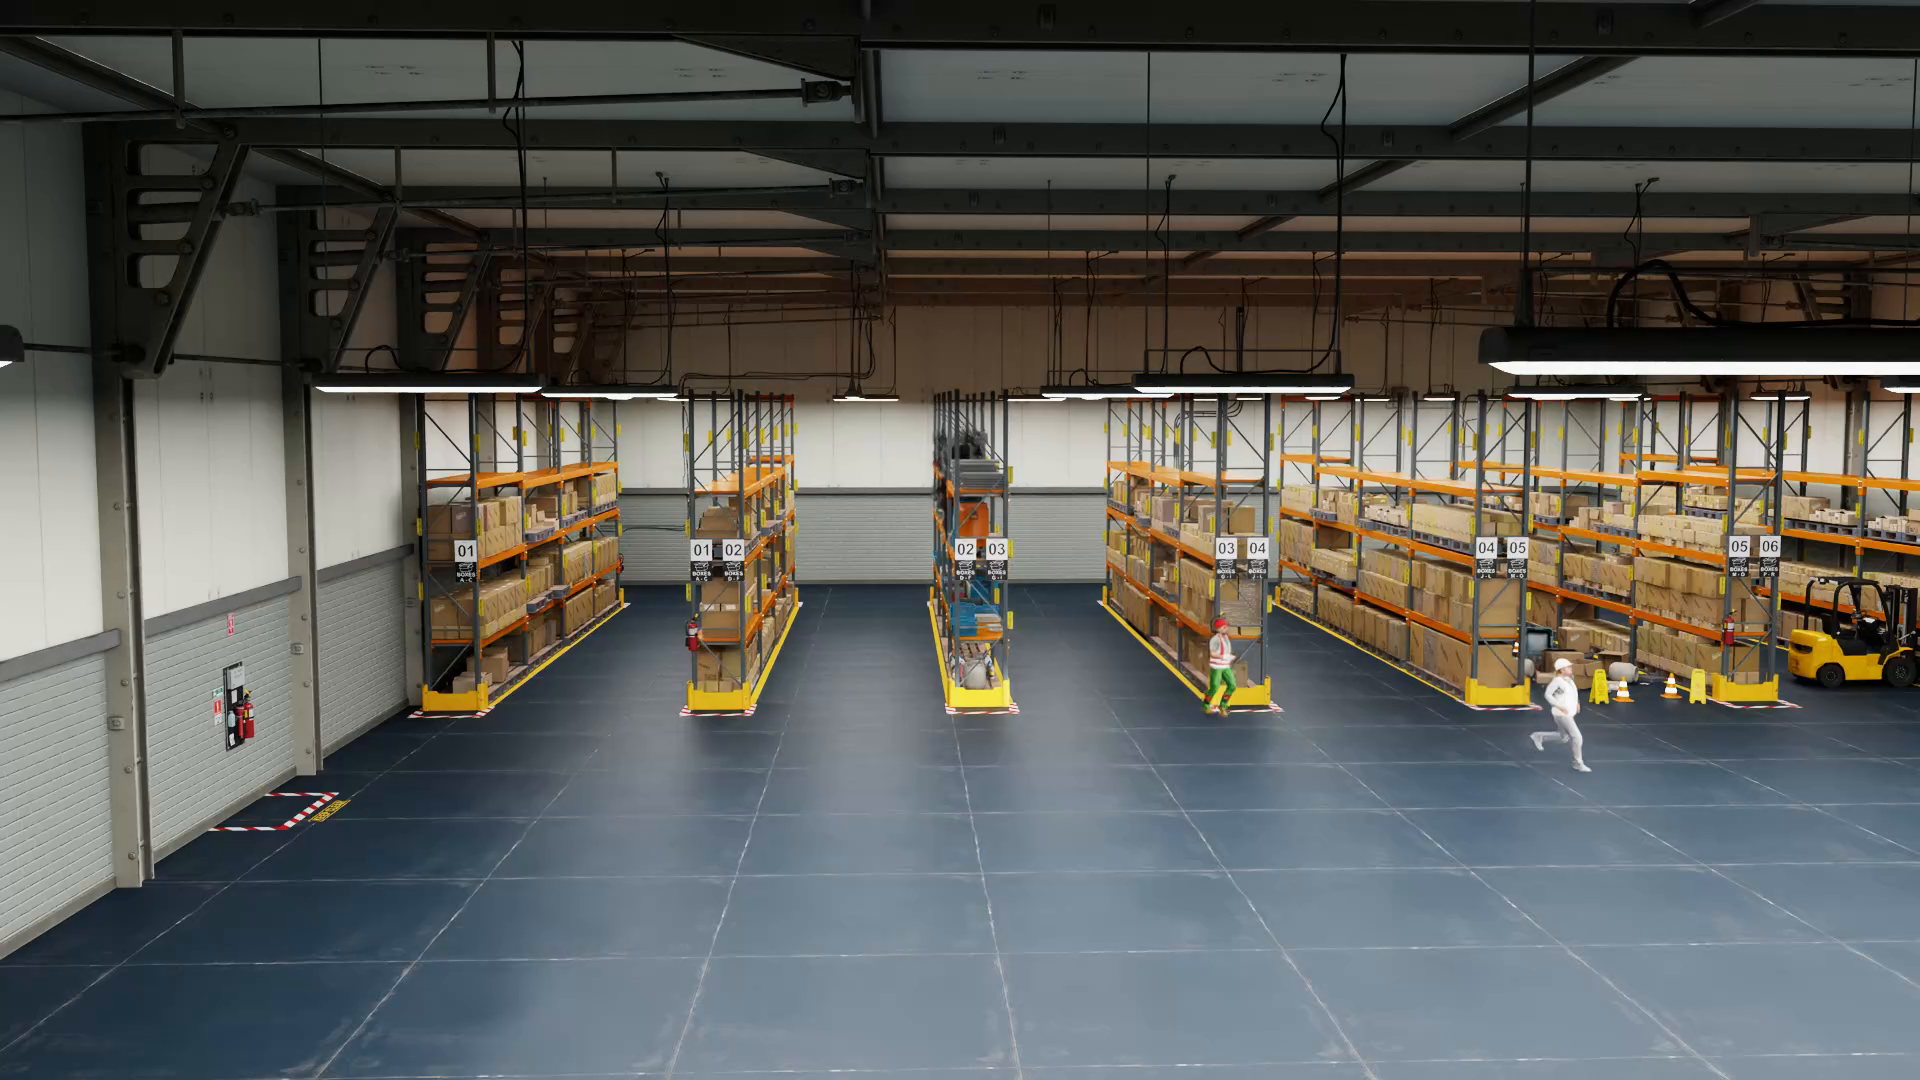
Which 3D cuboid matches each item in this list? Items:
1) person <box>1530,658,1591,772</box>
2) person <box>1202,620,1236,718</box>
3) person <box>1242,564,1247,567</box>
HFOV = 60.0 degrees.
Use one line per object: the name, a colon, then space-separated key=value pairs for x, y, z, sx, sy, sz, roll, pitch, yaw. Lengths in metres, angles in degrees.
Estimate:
person: x=9.490 y=2.739 z=26.232 sx=0.992 sy=1.759 sz=0.640 roll=3 pitch=6 yaw=35
person: x=4.786 y=2.368 z=30.432 sx=0.677 sy=1.832 sz=0.735 roll=-4 pitch=6 yaw=-42
person: x=7.861 y=0.975 z=47.559 sx=0.740 sy=1.743 sz=0.943 roll=3 pitch=5 yaw=30
